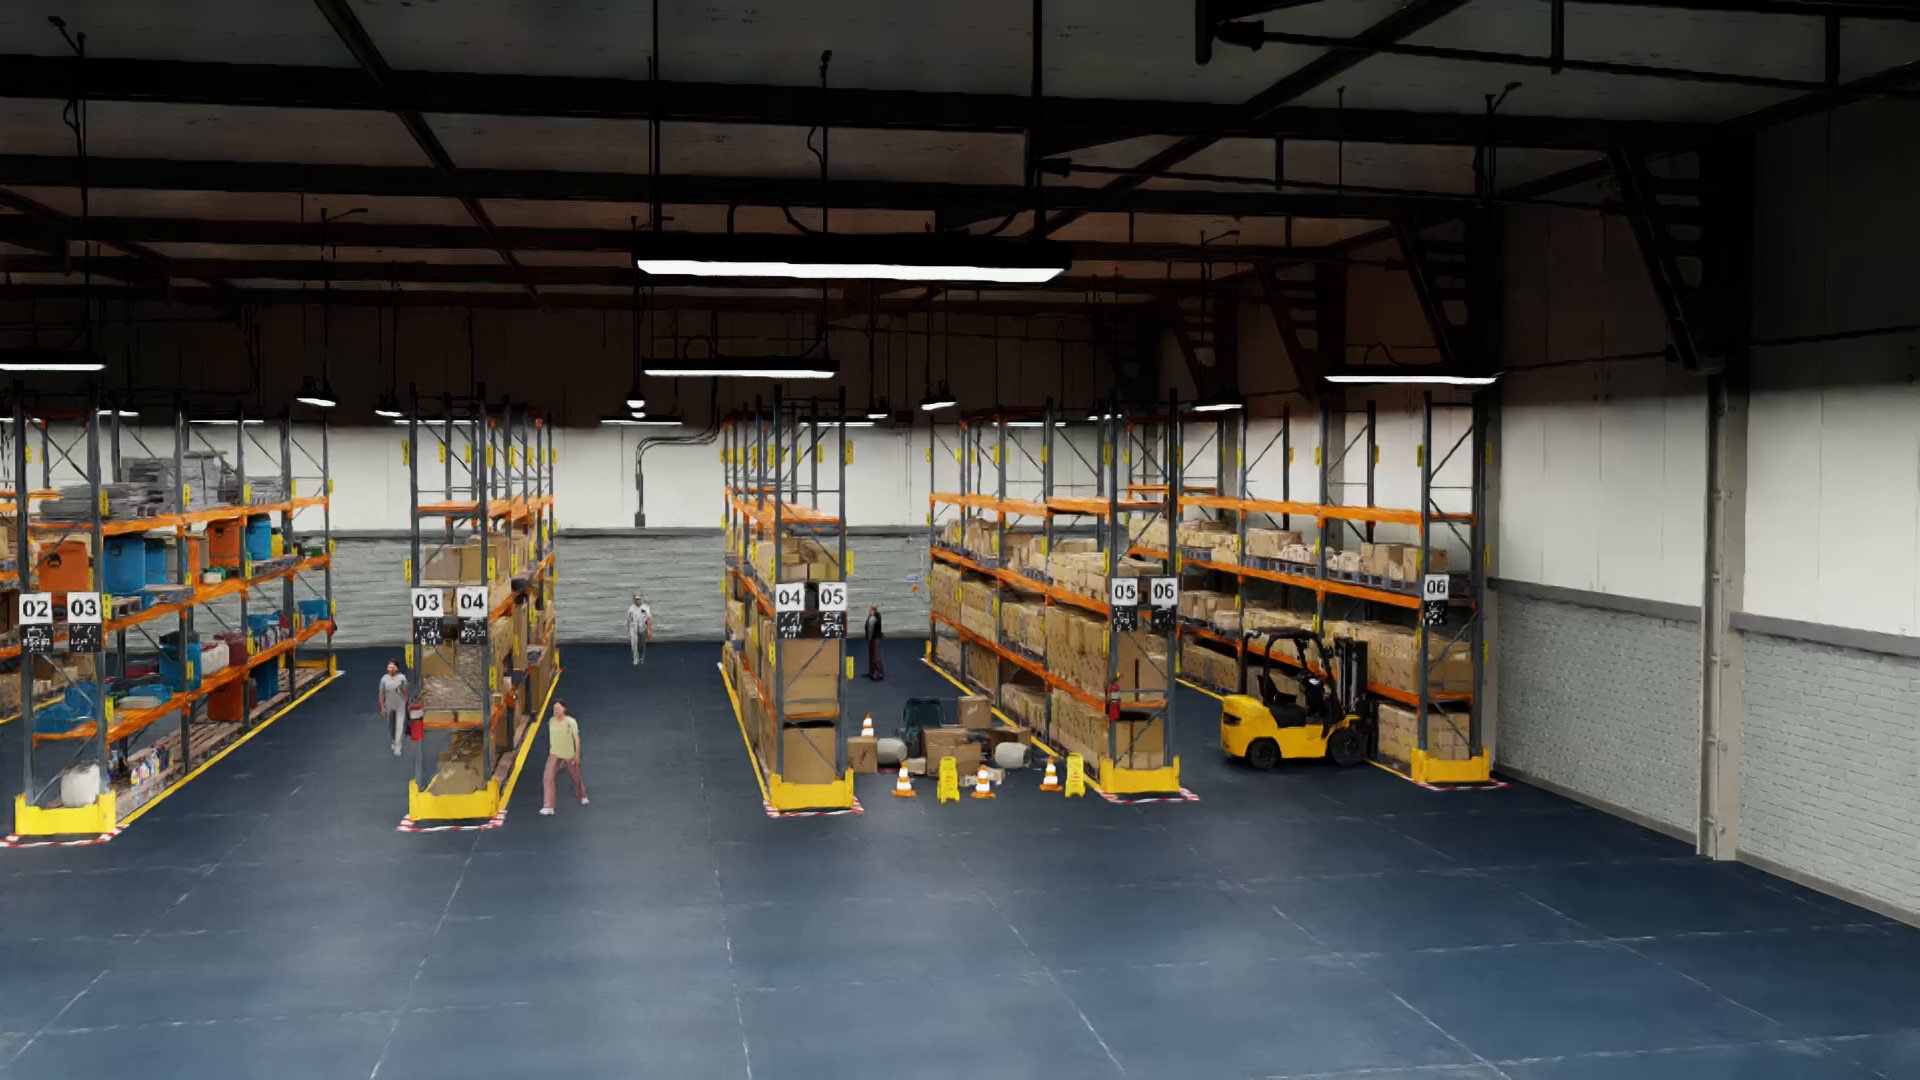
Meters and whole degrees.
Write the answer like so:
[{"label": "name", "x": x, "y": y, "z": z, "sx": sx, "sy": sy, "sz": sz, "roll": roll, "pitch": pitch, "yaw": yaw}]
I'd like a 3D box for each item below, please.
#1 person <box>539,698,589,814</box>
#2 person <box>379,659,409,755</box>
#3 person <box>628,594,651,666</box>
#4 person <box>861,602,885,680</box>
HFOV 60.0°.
[{"label": "person", "x": -5.560, "y": 3.008, "z": 23.389, "sx": 0.490, "sy": 1.608, "sz": 0.955, "roll": 0, "pitch": 3, "yaw": 9}, {"label": "person", "x": -9.505, "y": 2.776, "z": 27.894, "sx": 0.446, "sy": 1.590, "sz": 1.110, "roll": 0, "pitch": 3, "yaw": -8}, {"label": "person", "x": -7.661, "y": 2.127, "z": 39.753, "sx": 0.554, "sy": 1.712, "sz": 1.040, "roll": -1, "pitch": 3, "yaw": -11}, {"label": "person", "x": -1.954, "y": 2.245, "z": 37.176, "sx": 0.592, "sy": 1.718, "sz": 0.645, "roll": 0, "pitch": 3, "yaw": 9}]
